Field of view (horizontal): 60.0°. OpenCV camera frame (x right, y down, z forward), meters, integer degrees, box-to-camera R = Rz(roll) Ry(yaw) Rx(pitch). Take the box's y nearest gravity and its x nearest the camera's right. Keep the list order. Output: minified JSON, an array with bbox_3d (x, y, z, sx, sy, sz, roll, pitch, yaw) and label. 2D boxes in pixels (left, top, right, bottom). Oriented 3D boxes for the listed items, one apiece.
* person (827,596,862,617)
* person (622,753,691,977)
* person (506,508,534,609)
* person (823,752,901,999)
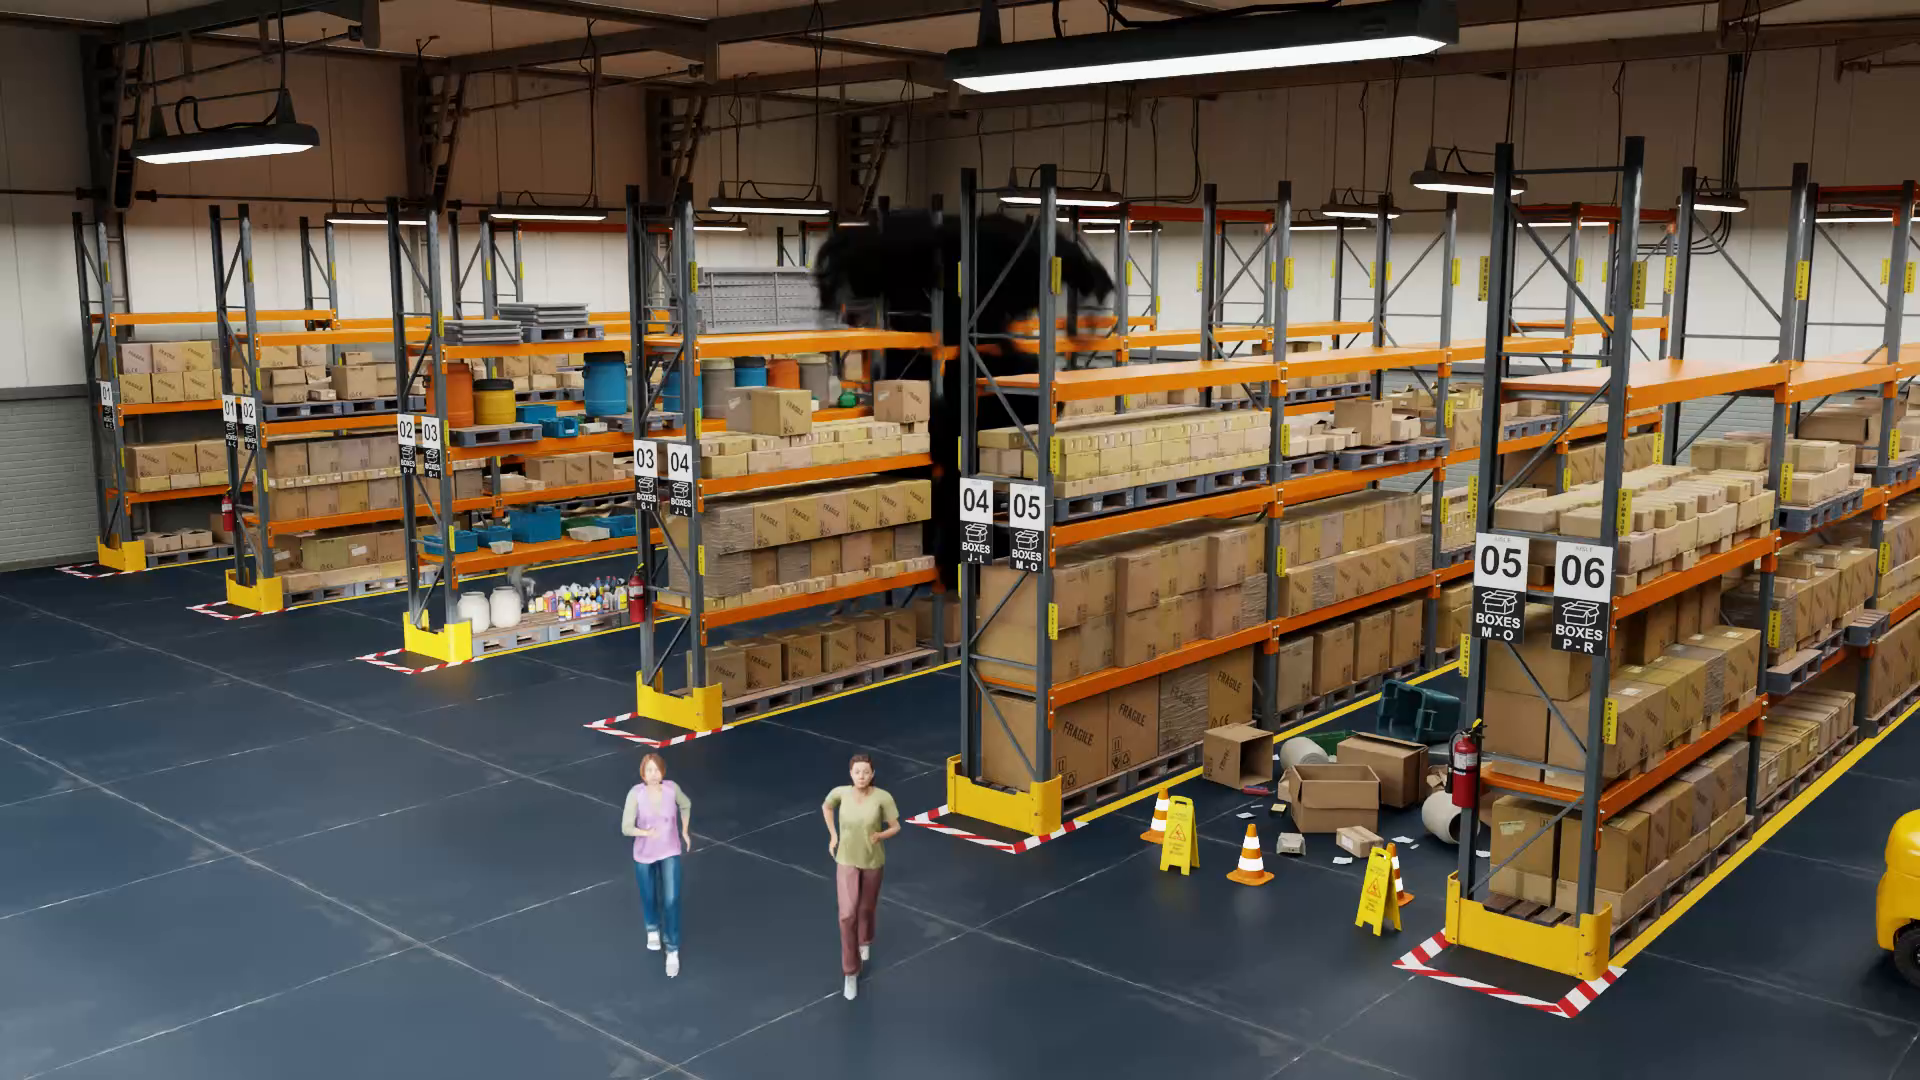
[{"bbox_3d":[-1.651,0.252,23.153,0.576,1.606,0.557,9,13,42],"label":"person"},{"bbox_3d":[-2.227,2.362,12.267,0.504,1.638,0.711,-2,10,-10],"label":"person"},{"bbox_3d":[-6.578,0.276,24.982,0.522,1.554,0.598,5,11,28],"label":"person"},{"bbox_3d":[-0.709,2.368,12.050,0.562,1.729,0.762,-1,10,-5],"label":"person"}]
